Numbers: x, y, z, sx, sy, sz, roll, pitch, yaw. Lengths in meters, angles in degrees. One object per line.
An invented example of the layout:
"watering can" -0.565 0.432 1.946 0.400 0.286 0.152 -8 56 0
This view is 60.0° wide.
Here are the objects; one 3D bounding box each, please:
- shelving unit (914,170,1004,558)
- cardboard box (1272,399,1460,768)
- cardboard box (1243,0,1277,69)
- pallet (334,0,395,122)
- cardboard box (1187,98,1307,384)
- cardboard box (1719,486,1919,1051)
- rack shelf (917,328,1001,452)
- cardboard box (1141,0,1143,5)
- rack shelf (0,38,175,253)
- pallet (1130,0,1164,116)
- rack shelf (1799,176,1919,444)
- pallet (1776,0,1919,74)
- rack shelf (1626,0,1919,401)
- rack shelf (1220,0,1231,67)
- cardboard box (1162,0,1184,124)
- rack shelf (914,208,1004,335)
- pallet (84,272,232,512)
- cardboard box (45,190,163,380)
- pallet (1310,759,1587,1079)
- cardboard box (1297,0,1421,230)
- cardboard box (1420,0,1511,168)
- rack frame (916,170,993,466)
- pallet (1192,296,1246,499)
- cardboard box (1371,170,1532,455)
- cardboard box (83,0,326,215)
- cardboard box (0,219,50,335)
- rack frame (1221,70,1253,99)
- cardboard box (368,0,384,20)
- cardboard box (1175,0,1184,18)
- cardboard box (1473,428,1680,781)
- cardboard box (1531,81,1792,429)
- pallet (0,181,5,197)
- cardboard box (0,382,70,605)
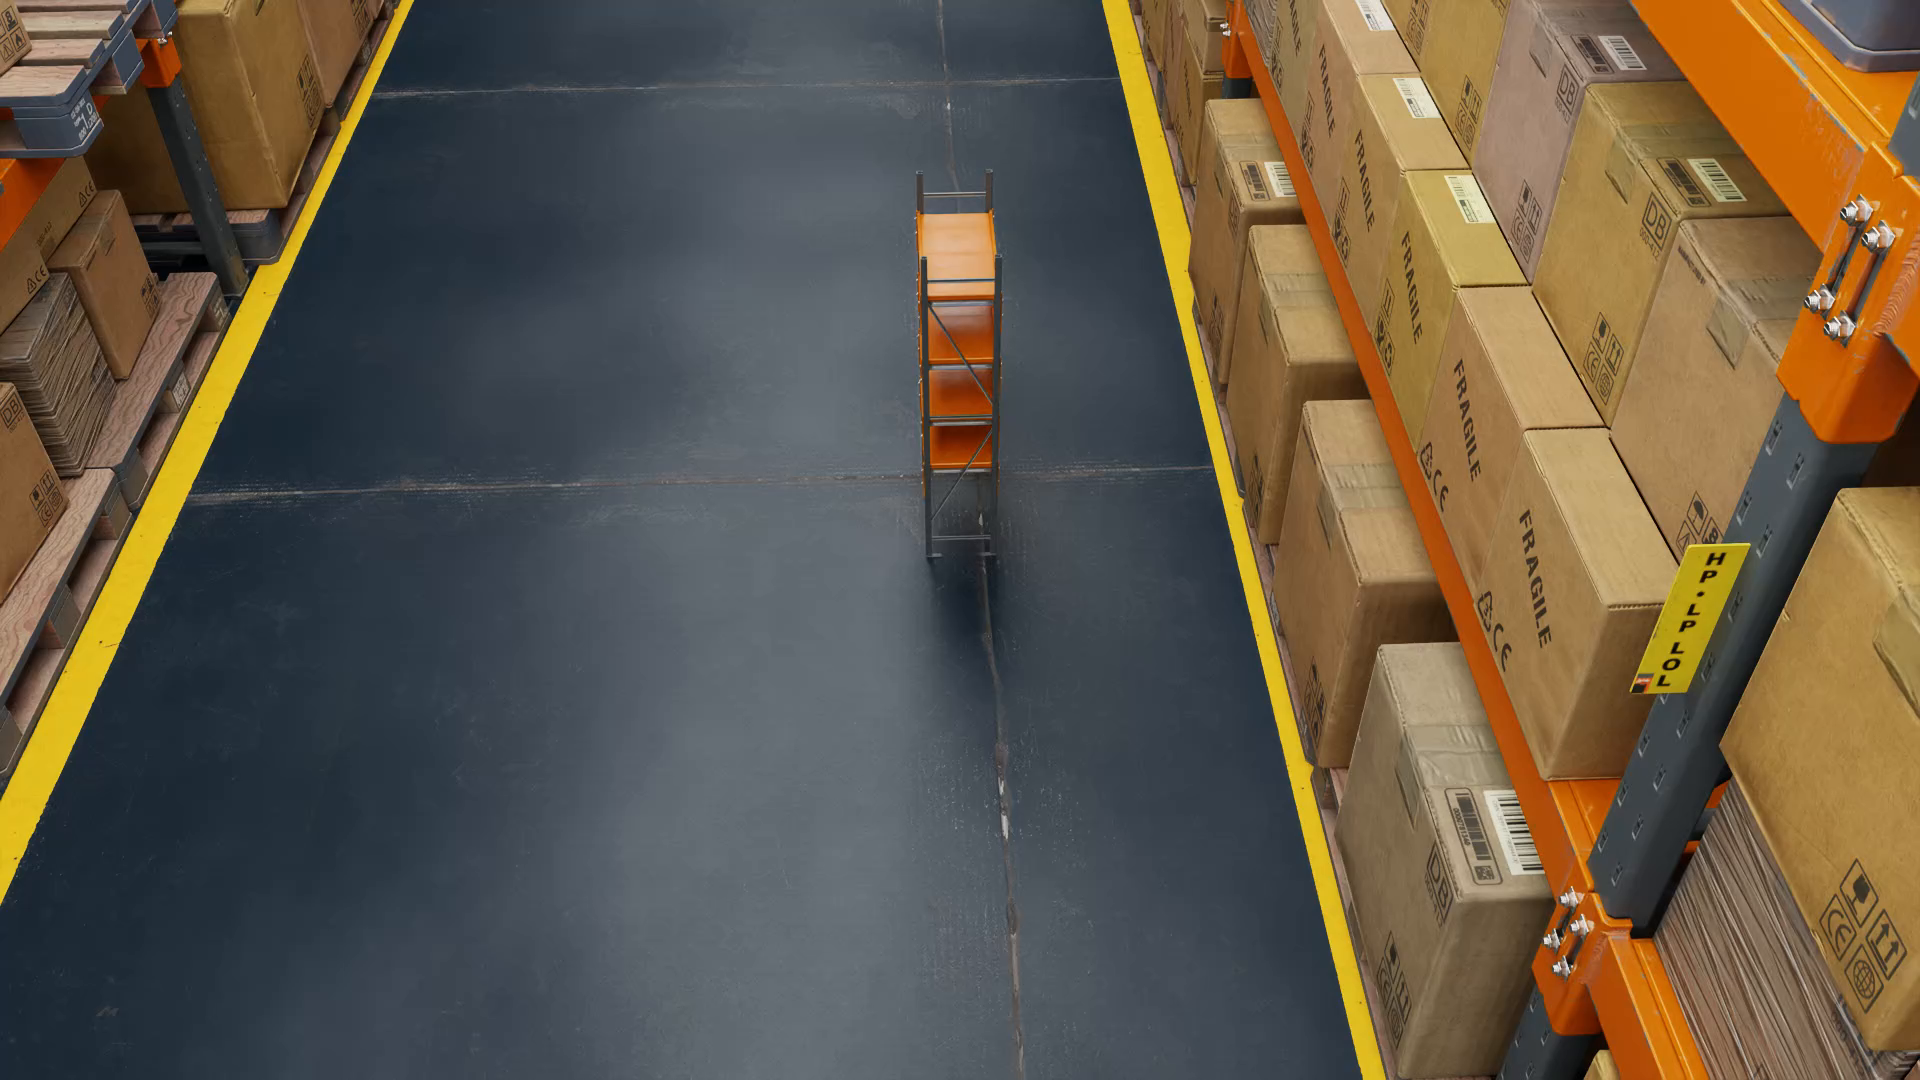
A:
"shelving unit" -0.007 -0.554 5.466 0.258 1.200 0.503 -2 43 -2
"cardboard box" 1.526 0.109 4.765 1.050 0.750 0.750 -2 43 -2
"cardboard box" 1.259 -1.924 5.555 0.500 0.500 0.500 -1 43 -1
"pallet" -3.457 -2.452 8.268 1.003 0.211 1.213 -2 43 -2
"cardboard box" 1.446 -1.109 6.095 1.050 0.750 0.750 -2 43 -2
"cardboard box" 1.661 0.300 2.293 0.875 0.550 0.550 -2 43 -2
"rack shelf" -0.007 -0.504 5.512 0.258 0.148 0.480 -2 43 -2
"cardboard box" 1.166 -2.914 8.249 0.500 0.500 0.500 -1 43 -1
"rack shelf" -3.365 -0.508 4.617 1.077 0.370 4.000 -2 43 -2
"pallet" 1.429 -2.519 8.342 1.003 0.211 1.213 -2 43 -2
"rack shelf" 1.764 1.012 0.738 1.077 0.370 4.000 -2 43 -2
"pallet" 1.591 -1.150 2.706 0.805 0.209 1.217 -3 43 -4
"rack shelf" 1.594 -1.688 3.684 1.077 0.370 4.000 -2 43 -2
"rack shelf" 1.425 -3.283 7.644 1.077 0.370 4.000 -2 43 -2
"cardboard box" 1.202 -2.218 7.489 0.500 0.500 0.500 0 43 0
"rack shelf" -0.007 -0.844 5.201 0.258 0.148 0.480 -2 43 -2
"pallet" -3.419 -0.568 6.213 1.003 0.211 1.213 -2 43 -2
"cardboard box" -3.402 -0.912 6.050 0.700 0.500 0.500 -4 43 -4
"pallet" 1.571 1.012 4.490 1.003 0.211 1.213 -2 43 -2
"cardboard box" 1.304 -1.240 4.809 0.500 0.500 0.500 -2 43 -2
"cardboard box" 1.587 -1.267 4.098 0.700 0.500 0.500 -2 43 -2
"rack frame" -0.017 -0.719 5.646 0.240 1.200 0.015 -2 43 -2
"pallet" 1.468 -0.635 6.287 1.003 0.211 1.213 -2 43 -2
"cardboard box" 1.347 -0.561 4.068 0.500 0.500 0.500 -1 43 -1
"cardboard box" -3.459 -1.962 6.932 1.225 0.875 0.875 -3 43 -4
"cardboard box" -3.359 -0.831 5.406 0.500 0.250 0.500 3 43 3
"rack frame" 1.510 -2.198 5.928 1.000 3.000 0.127 -2 43 -2
"cardboard box" -3.534 -3.161 8.240 1.225 0.875 0.875 -3 43 -3
"cardboard box" 1.186 -2.502 7.244 0.500 0.250 0.500 -1 43 -1
"cardboard box" 1.390 0.121 3.324 0.500 0.500 0.500 -2 43 -2
"cardboard box" 1.629 -0.585 3.354 0.700 0.500 0.500 -2 43 -2
"pallet" -3.325 -0.718 4.455 1.003 0.211 1.213 -2 43 -2
"cardboard box" -3.335 -0.156 5.224 0.700 0.500 0.500 2 43 2
